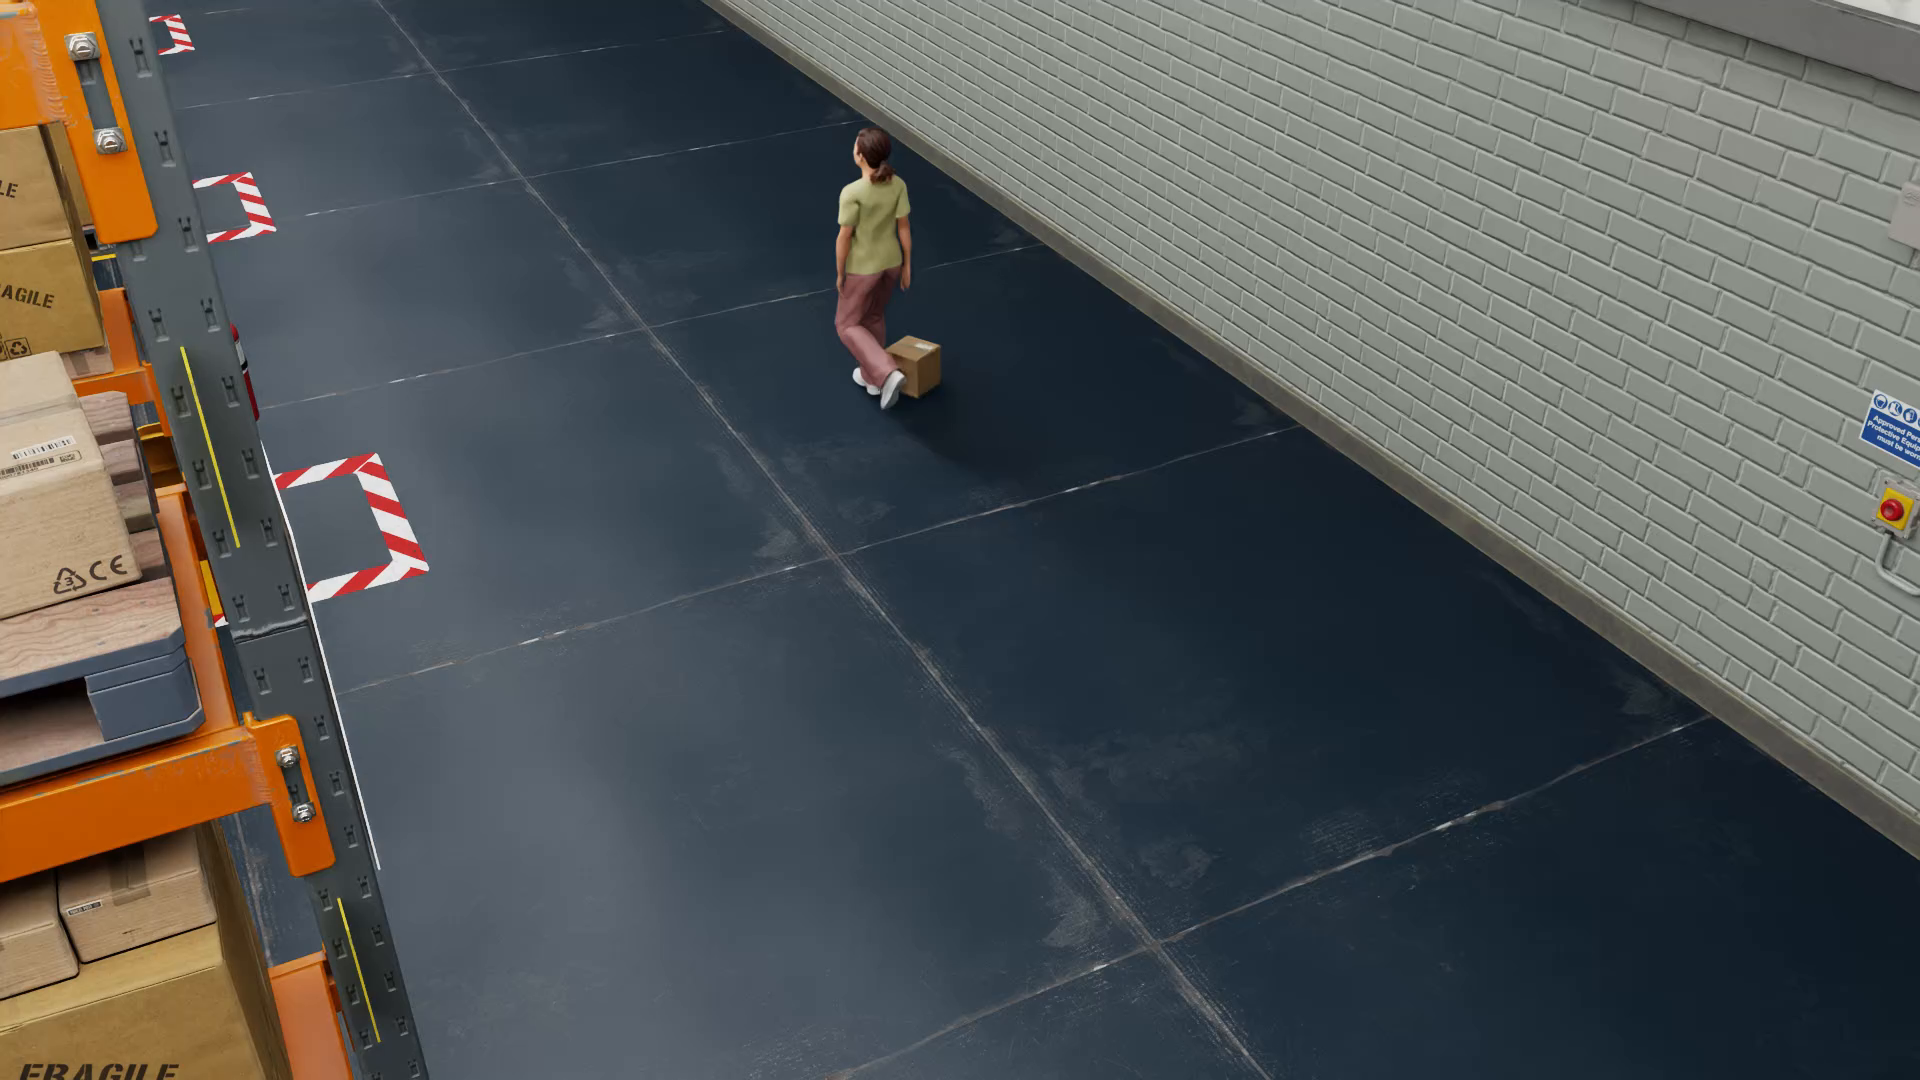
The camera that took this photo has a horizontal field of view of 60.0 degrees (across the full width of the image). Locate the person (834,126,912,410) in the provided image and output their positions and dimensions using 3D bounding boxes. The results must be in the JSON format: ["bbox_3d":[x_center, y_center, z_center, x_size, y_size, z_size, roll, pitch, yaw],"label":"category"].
[{"bbox_3d":[-0.474,-1.520,9.446,0.458,1.647,0.703,-22,39,-29],"label":"person"}]
